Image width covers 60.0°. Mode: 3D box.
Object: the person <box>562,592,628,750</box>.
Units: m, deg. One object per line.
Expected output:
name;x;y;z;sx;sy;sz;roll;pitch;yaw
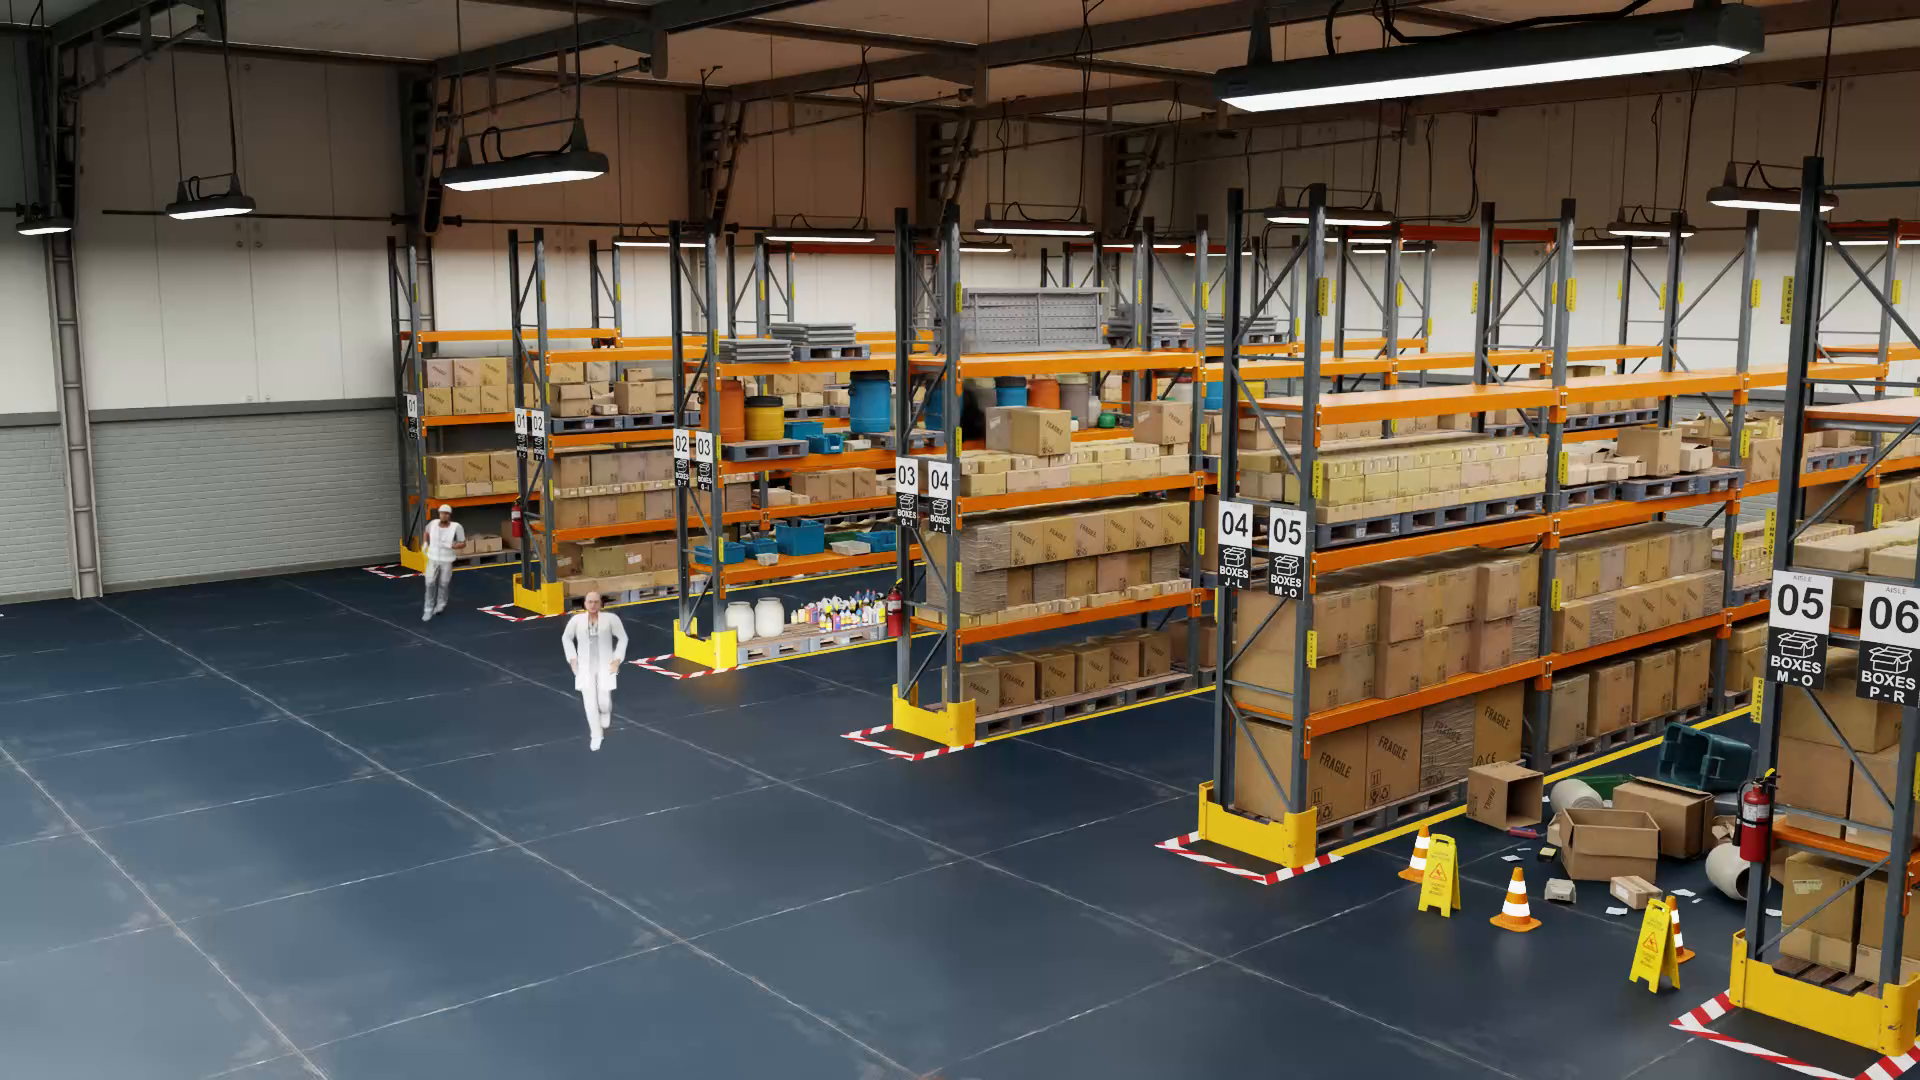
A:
person;-4.130;1.447;18.856;0.734;1.771;0.790;-1;9;-9

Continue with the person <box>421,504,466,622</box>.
person;-8.021;0.339;25.898;0.700;1.832;0.728;-1;9;-7
